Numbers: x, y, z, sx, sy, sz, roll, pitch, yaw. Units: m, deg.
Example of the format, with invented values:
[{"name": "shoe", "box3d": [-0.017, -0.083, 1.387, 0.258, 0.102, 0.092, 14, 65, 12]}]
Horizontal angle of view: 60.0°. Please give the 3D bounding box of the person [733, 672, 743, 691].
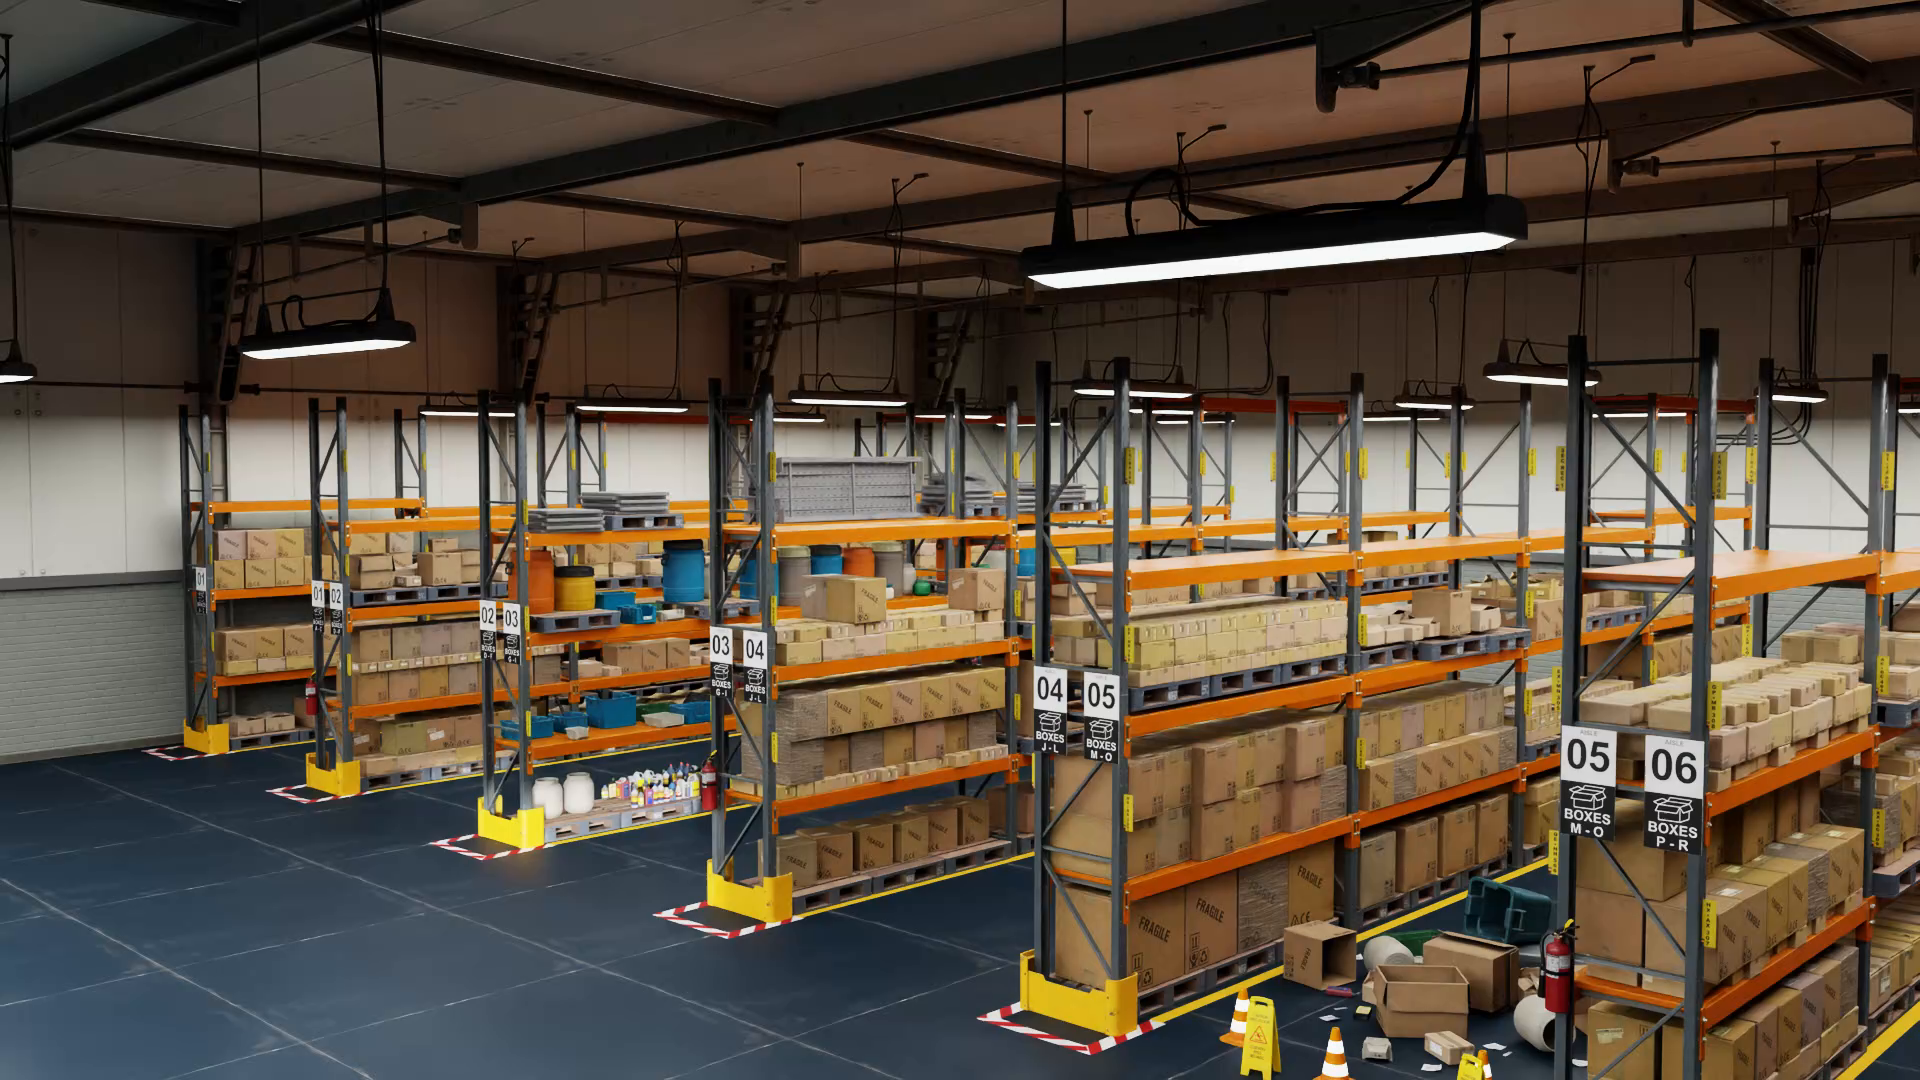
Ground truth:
[{"name": "person", "box3d": [-4.583, 2.483, 34.825, 0.448, 1.679, 0.501, -2, 3, -30]}]
